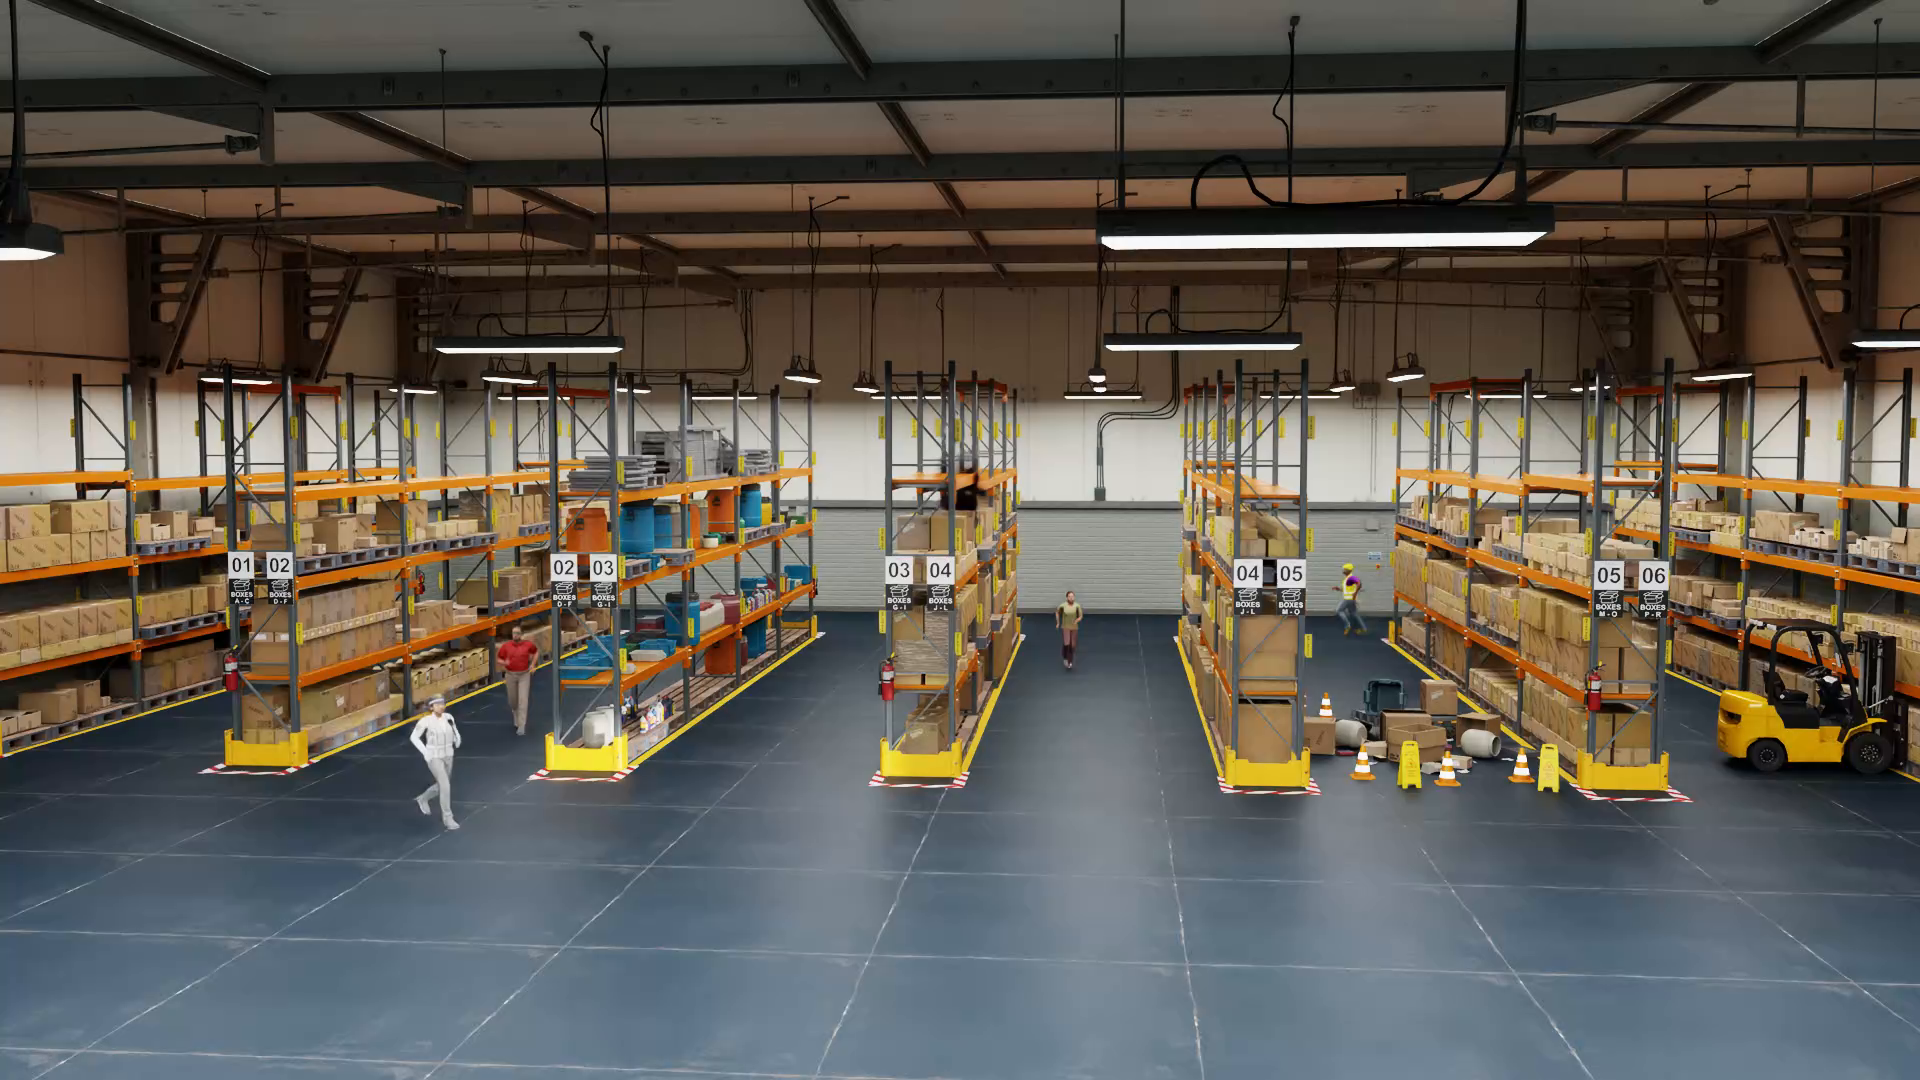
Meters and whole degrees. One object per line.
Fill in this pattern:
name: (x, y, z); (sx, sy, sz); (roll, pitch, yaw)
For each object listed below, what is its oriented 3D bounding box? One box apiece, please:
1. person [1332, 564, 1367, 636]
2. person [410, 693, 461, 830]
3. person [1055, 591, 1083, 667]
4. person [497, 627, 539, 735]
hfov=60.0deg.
person: (9.480, 1.460, 40.472); (0.862, 1.766, 0.705); (1, 4, 11)
person: (-6.617, 2.777, 21.114); (0.810, 1.705, 0.607); (3, 5, 38)
person: (2.305, 1.876, 34.921); (0.551, 1.625, 0.688); (0, 4, -4)
person: (-7.345, 2.306, 27.593); (0.659, 1.737, 0.925); (-1, 4, -9)
